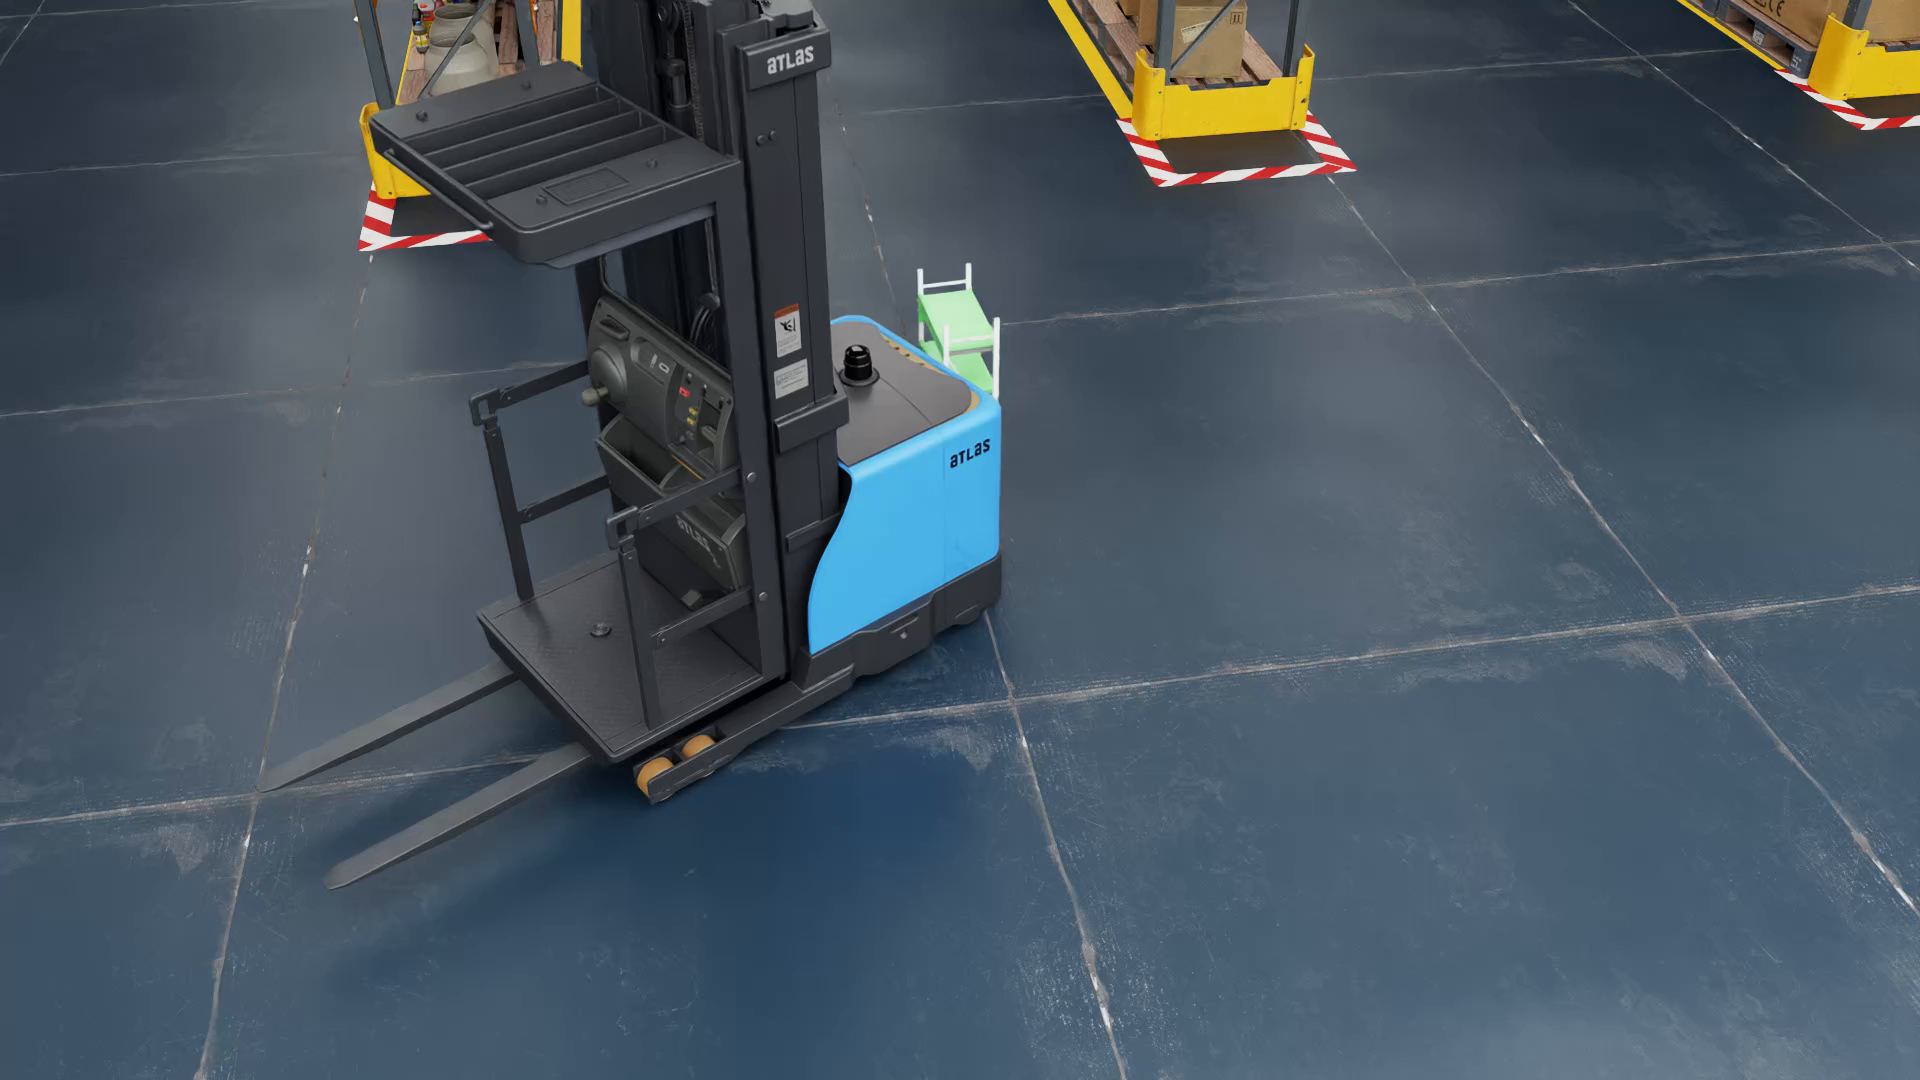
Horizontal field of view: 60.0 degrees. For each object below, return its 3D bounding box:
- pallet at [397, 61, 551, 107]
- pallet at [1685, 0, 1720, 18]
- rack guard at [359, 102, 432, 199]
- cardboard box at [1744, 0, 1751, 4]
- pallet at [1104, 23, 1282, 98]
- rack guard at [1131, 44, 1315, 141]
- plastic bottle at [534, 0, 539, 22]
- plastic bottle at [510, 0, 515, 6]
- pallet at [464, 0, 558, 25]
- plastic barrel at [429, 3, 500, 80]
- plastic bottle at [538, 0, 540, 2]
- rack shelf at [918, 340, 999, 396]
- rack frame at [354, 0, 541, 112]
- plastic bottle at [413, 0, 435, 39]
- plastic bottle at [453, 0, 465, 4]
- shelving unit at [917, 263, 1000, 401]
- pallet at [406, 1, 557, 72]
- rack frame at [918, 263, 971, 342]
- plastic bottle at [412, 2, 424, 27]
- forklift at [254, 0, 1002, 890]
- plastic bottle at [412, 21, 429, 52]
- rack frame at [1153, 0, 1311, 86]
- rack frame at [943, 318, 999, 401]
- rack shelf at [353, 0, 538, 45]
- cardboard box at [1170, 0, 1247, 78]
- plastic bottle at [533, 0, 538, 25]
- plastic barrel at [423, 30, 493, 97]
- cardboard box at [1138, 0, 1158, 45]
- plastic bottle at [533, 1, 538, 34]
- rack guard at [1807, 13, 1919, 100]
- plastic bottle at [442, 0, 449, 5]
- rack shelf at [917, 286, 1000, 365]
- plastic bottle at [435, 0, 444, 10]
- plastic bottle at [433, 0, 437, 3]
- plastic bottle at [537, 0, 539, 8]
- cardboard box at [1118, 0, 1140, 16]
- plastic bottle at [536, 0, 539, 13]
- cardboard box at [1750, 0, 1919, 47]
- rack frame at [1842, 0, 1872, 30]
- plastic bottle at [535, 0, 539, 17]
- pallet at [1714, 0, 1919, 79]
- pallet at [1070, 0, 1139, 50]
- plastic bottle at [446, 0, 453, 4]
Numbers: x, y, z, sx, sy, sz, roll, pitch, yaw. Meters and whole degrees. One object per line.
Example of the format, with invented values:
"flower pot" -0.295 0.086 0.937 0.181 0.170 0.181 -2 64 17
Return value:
"pallet" -3.286 -2.893 11.301 1.003 0.211 1.213 -6 38 -8
"pallet" 6.260 -4.575 13.467 1.003 0.211 1.213 -6 38 -8
"rack guard" -3.149 -2.515 10.580 1.175 0.500 0.348 -6 38 -8
"cardboard box" 6.348 -4.727 12.779 0.875 0.875 0.875 -7 38 -9
"pallet" 1.666 -3.434 11.998 1.003 0.211 1.213 -6 38 -8
"rack guard" 1.774 -3.053 11.272 1.175 0.500 0.348 -6 38 -8
"plastic bottle" -3.178 -3.954 12.260 0.097 0.271 0.097 0 38 0
"plastic bottle" -3.384 -4.199 12.566 0.061 0.283 0.133 -6 38 -8
"pallet" -3.714 -4.366 13.198 1.003 0.211 1.213 -6 38 -8
"plastic barrel" -3.368 -3.337 11.286 0.421 0.512 0.421 0 38 0
"plastic bottle" -3.279 -4.208 12.583 0.152 0.276 0.135 -6 38 -7
"rack shelf" -0.011 -0.726 7.419 0.258 0.148 0.480 -9 39 -11
"rack frame" -3.089 -3.462 9.761 1.000 3.000 0.127 -6 38 -8
"plastic bottle" -3.860 -3.777 12.028 0.152 0.276 0.135 -6 38 -8
"plastic bottle" -3.808 -4.104 12.449 0.152 0.276 0.135 -6 38 -8
"shelving unit" -0.011 -0.586 7.527 0.258 1.200 0.503 -9 39 -11
"pallet" -3.496 -3.628 12.248 1.003 0.211 1.213 -6 38 -8
"rack frame" -0.069 -0.732 7.714 0.240 1.200 0.015 -9 39 -11
"plastic bottle" -3.881 -3.693 11.915 0.061 0.283 0.133 -5 38 -7
"forklift" -1.269 -0.513 6.021 3.031 2.935 1.130 -27 45 -31
"plastic bottle" -3.843 -3.592 11.851 0.097 0.201 0.097 0 38 0
"rack frame" 1.787 -3.994 10.446 1.000 3.000 0.127 -6 38 -8
"rack frame" 0.047 -0.441 7.340 0.240 1.200 0.015 -9 39 -11
"rack shelf" -3.440 -4.386 11.536 1.077 0.370 4.000 -6 38 -8
"cardboard box" 1.694 -3.552 11.572 0.500 0.500 0.500 0 38 1
"plastic bottle" -3.160 -3.894 12.182 0.097 0.271 0.097 0 38 0
"plastic barrel" -3.280 -3.034 10.896 0.421 0.512 0.421 0 38 0
"cardboard box" 1.556 -3.909 12.032 0.500 0.500 0.500 3 38 4
"plastic bottle" -3.122 -3.830 12.090 0.061 0.283 0.133 -6 38 -7
"rack guard" 6.692 -3.465 11.803 1.175 0.500 0.348 -6 38 -8
"plastic bottle" -3.765 -3.856 12.191 0.097 0.201 0.097 0 38 0
"rack shelf" -0.011 -0.915 7.272 0.258 0.148 0.480 -9 39 -11
"plastic bottle" -3.755 -3.792 12.041 0.061 0.283 0.133 -6 38 -8
"plastic bottle" -3.884 -3.861 12.136 0.152 0.276 0.135 -7 38 -9
"plastic bottle" -3.231 -4.110 12.518 0.097 0.201 0.097 0 38 0
"cardboard box" 1.465 -4.290 12.522 0.500 0.500 0.500 -3 38 -4
"plastic bottle" -3.213 -4.076 12.417 0.097 0.271 0.097 0 38 0
"cardboard box" 6.504 -4.196 12.096 0.875 0.875 0.875 -6 38 -8
"rack frame" 6.688 -4.467 11.055 1.000 3.000 0.127 -6 38 -8
"plastic bottle" -3.195 -3.986 12.358 0.097 0.201 0.097 0 38 0
"pallet" 6.471 -3.840 12.521 1.003 0.211 1.213 -6 38 -8
"pallet" 1.456 -4.169 12.944 1.003 0.211 1.213 -6 38 -8
"plastic bottle" -3.806 -3.970 12.338 0.097 0.201 0.097 0 38 0
